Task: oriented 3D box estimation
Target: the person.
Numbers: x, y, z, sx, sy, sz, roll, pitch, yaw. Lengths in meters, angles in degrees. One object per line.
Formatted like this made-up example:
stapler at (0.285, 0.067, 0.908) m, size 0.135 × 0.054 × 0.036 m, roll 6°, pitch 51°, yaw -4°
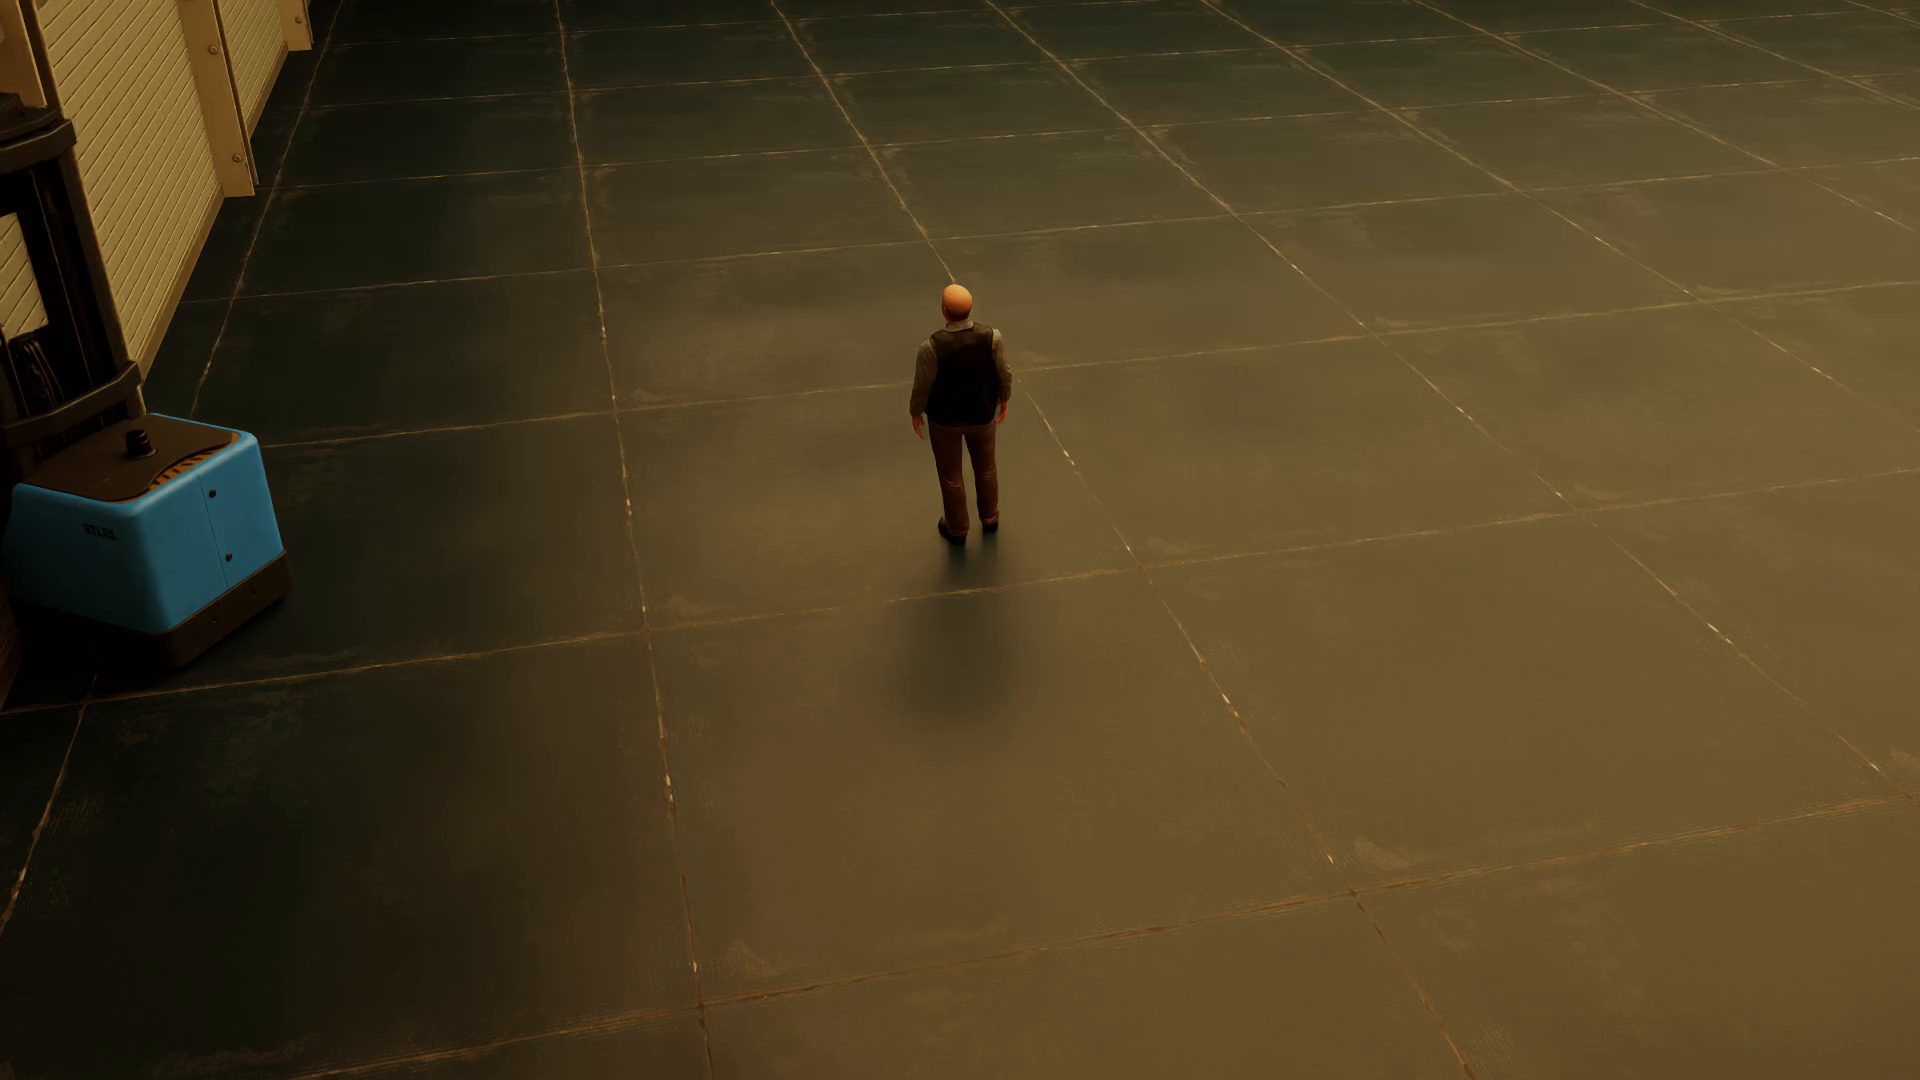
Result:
person at (-0.009, -0.786, 10.126) m, size 0.632 × 1.720 × 0.552 m, roll -7°, pitch 31°, yaw -12°

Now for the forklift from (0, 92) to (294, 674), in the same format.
forklift at (-5.530, -0.989, 9.284) m, size 3.031 × 2.935 × 1.130 m, roll 11°, pitch 32°, yaw 18°
